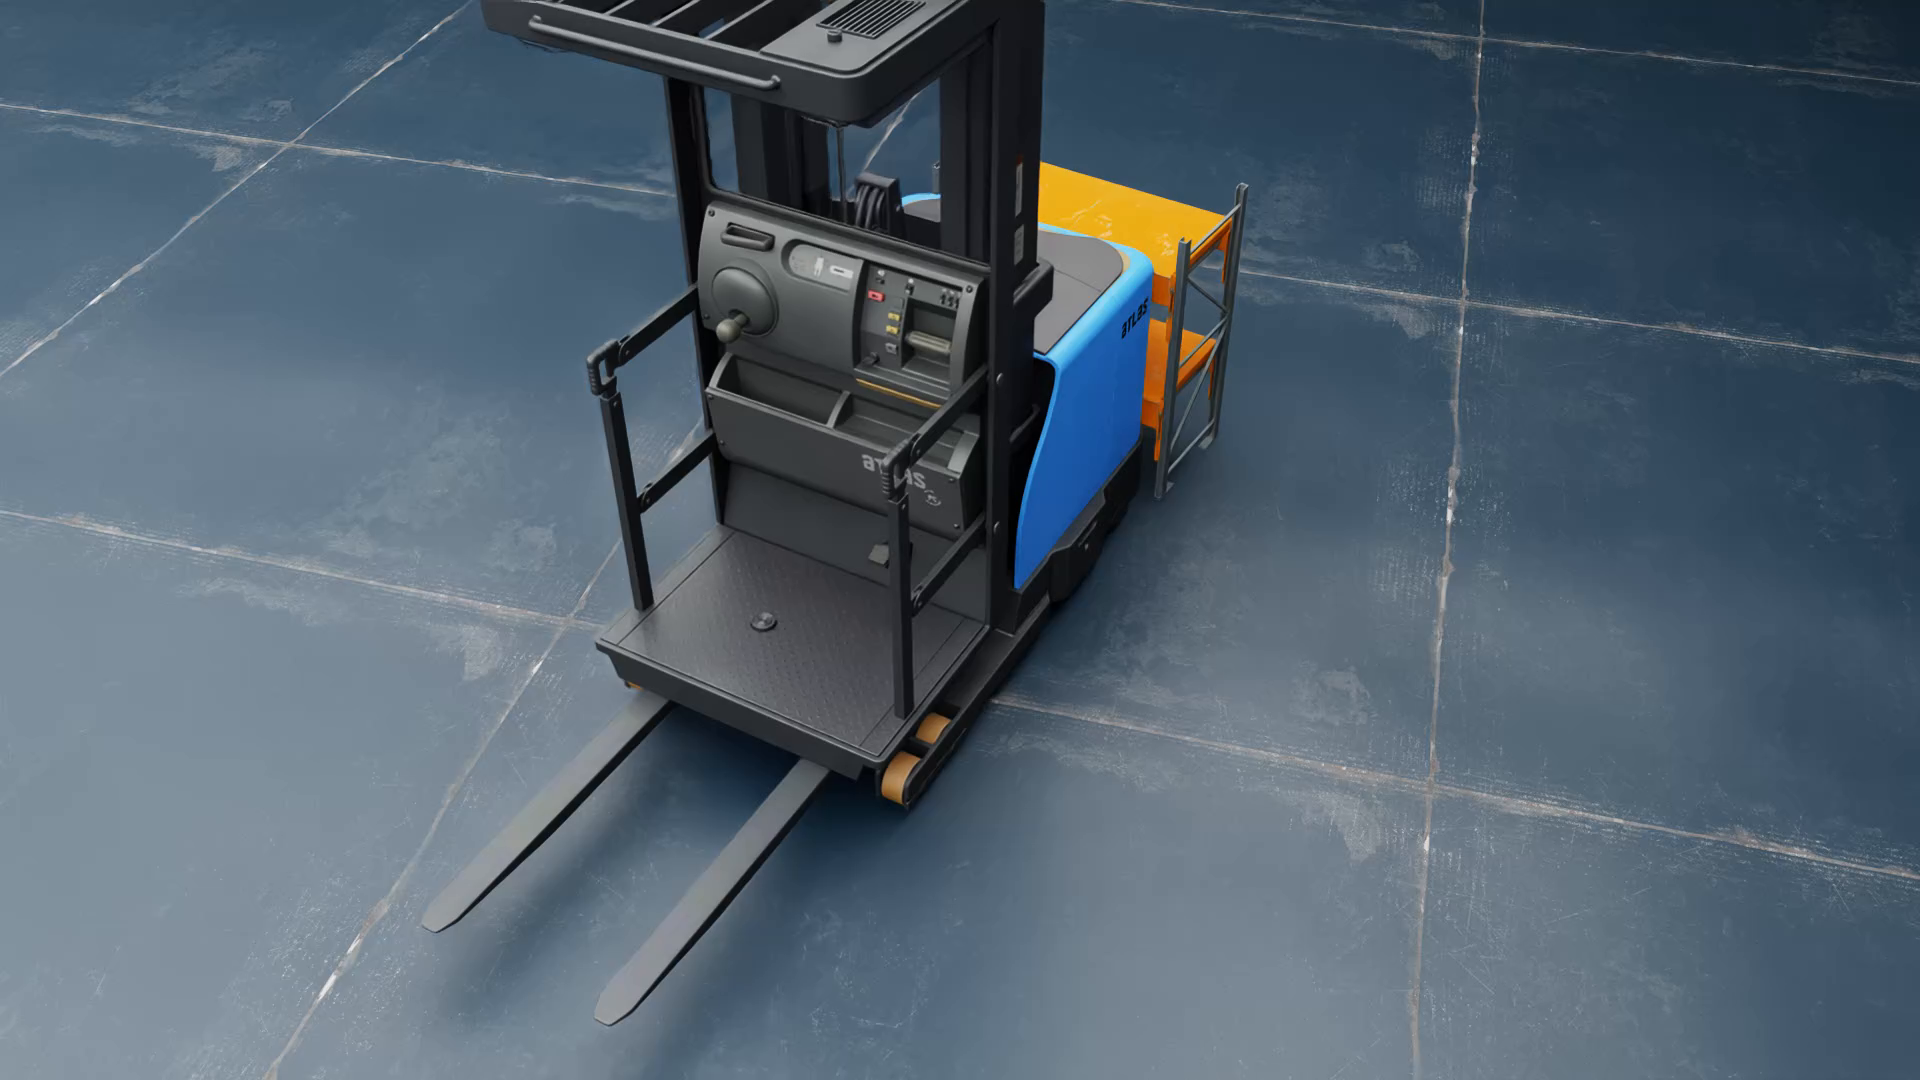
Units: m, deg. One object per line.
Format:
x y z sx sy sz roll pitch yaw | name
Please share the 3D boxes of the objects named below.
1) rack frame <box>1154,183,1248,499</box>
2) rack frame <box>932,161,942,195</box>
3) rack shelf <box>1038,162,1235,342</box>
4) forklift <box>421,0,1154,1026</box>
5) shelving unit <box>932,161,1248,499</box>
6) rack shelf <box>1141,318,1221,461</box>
0.900 -0.728 6.242 0.032 1.125 0.500 23 45 25 | rack frame
0.046 -1.082 6.664 0.032 1.125 0.500 23 45 25 | rack frame
0.473 -1.129 6.265 1.000 0.278 0.538 23 45 25 | rack shelf
-0.472 -0.625 4.715 1.130 2.935 3.031 20 44 22 | forklift
0.473 -0.905 6.453 1.048 1.125 0.538 23 45 25 | shelving unit
0.473 -0.718 6.610 1.000 0.278 0.538 23 45 25 | rack shelf
